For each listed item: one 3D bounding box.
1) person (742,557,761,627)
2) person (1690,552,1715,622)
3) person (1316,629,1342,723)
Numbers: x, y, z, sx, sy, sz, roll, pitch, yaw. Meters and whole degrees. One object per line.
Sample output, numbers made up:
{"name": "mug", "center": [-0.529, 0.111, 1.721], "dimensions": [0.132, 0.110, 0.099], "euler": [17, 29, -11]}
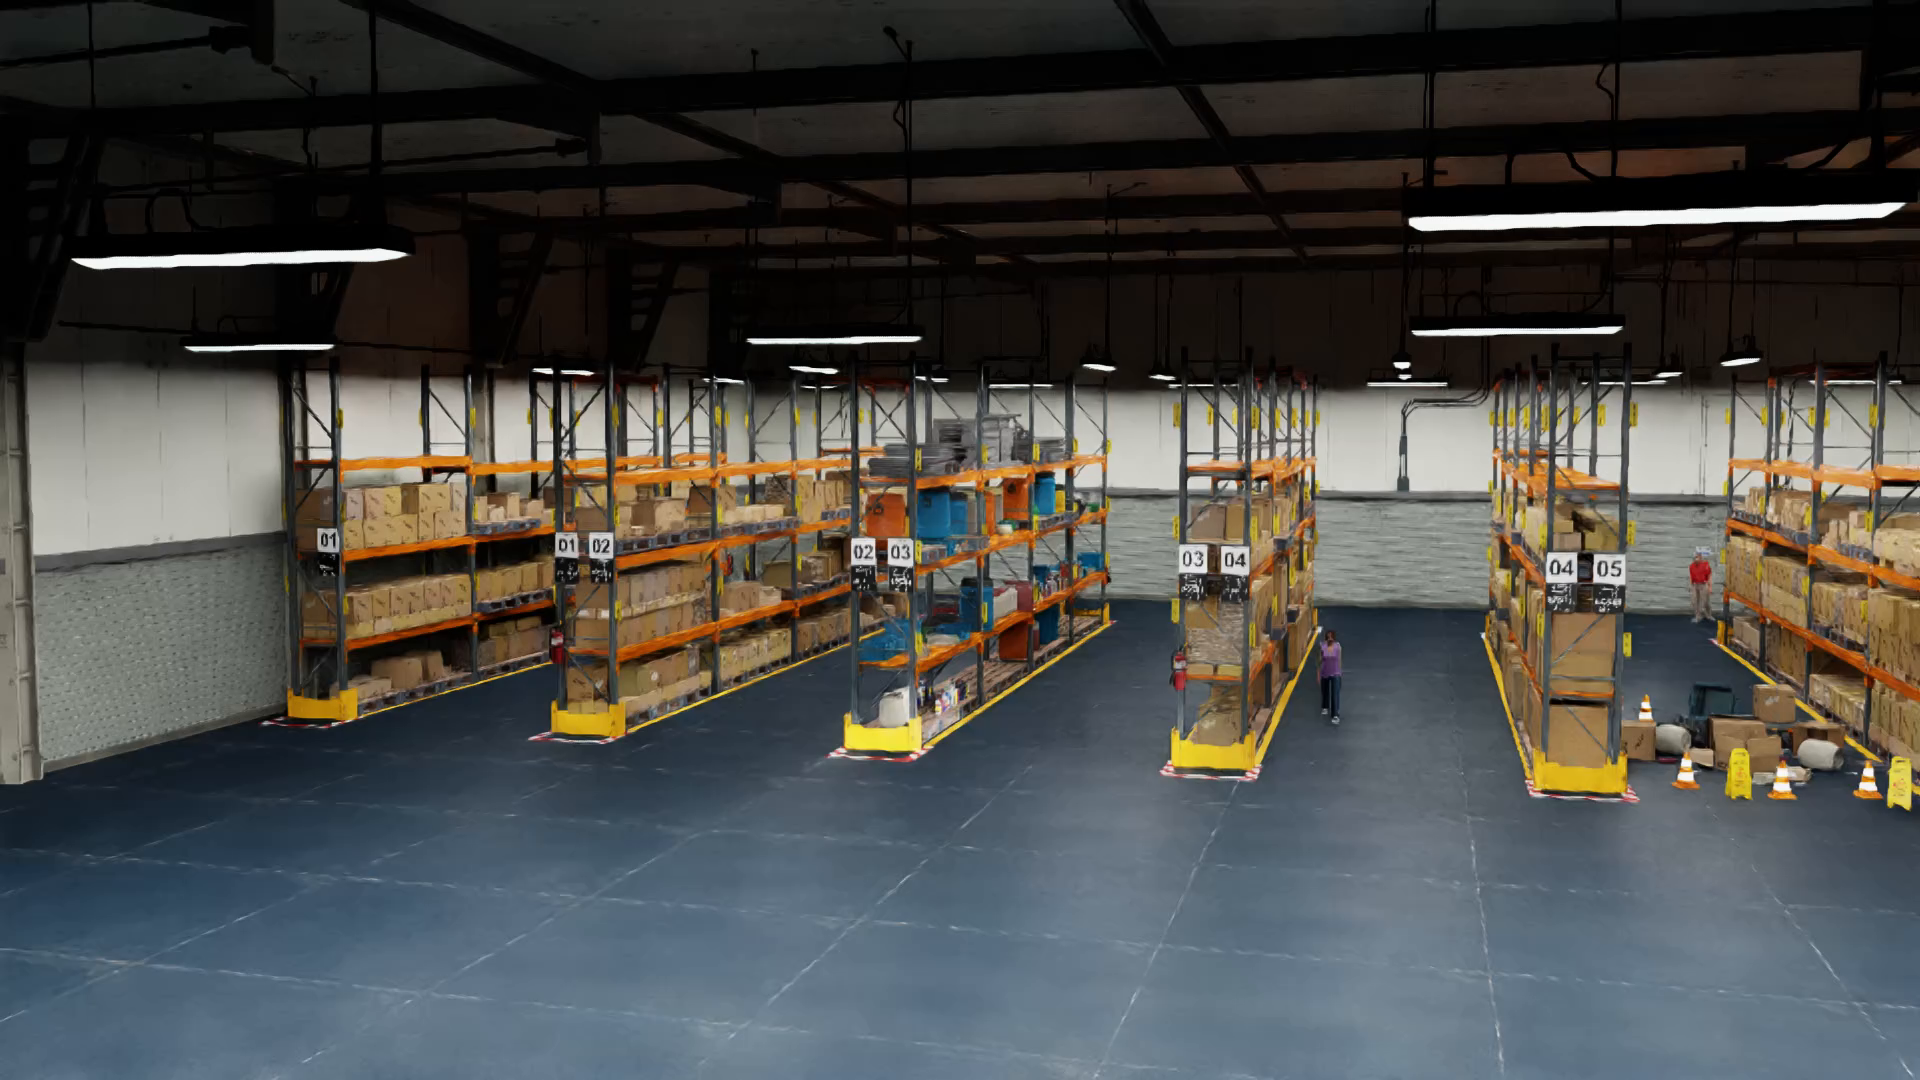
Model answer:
{"name": "person", "center": [-4.904, 1.227, 39.027], "dimensions": [0.450, 1.782, 0.670], "euler": [-1, 4, -7]}
{"name": "person", "center": [18.249, 1.152, 40.874], "dimensions": [0.570, 1.712, 0.598], "euler": [-3, 5, -38]}
{"name": "person", "center": [6.092, 2.212, 27.453], "dimensions": [0.419, 1.513, 1.037], "euler": [1, 4, 13]}
